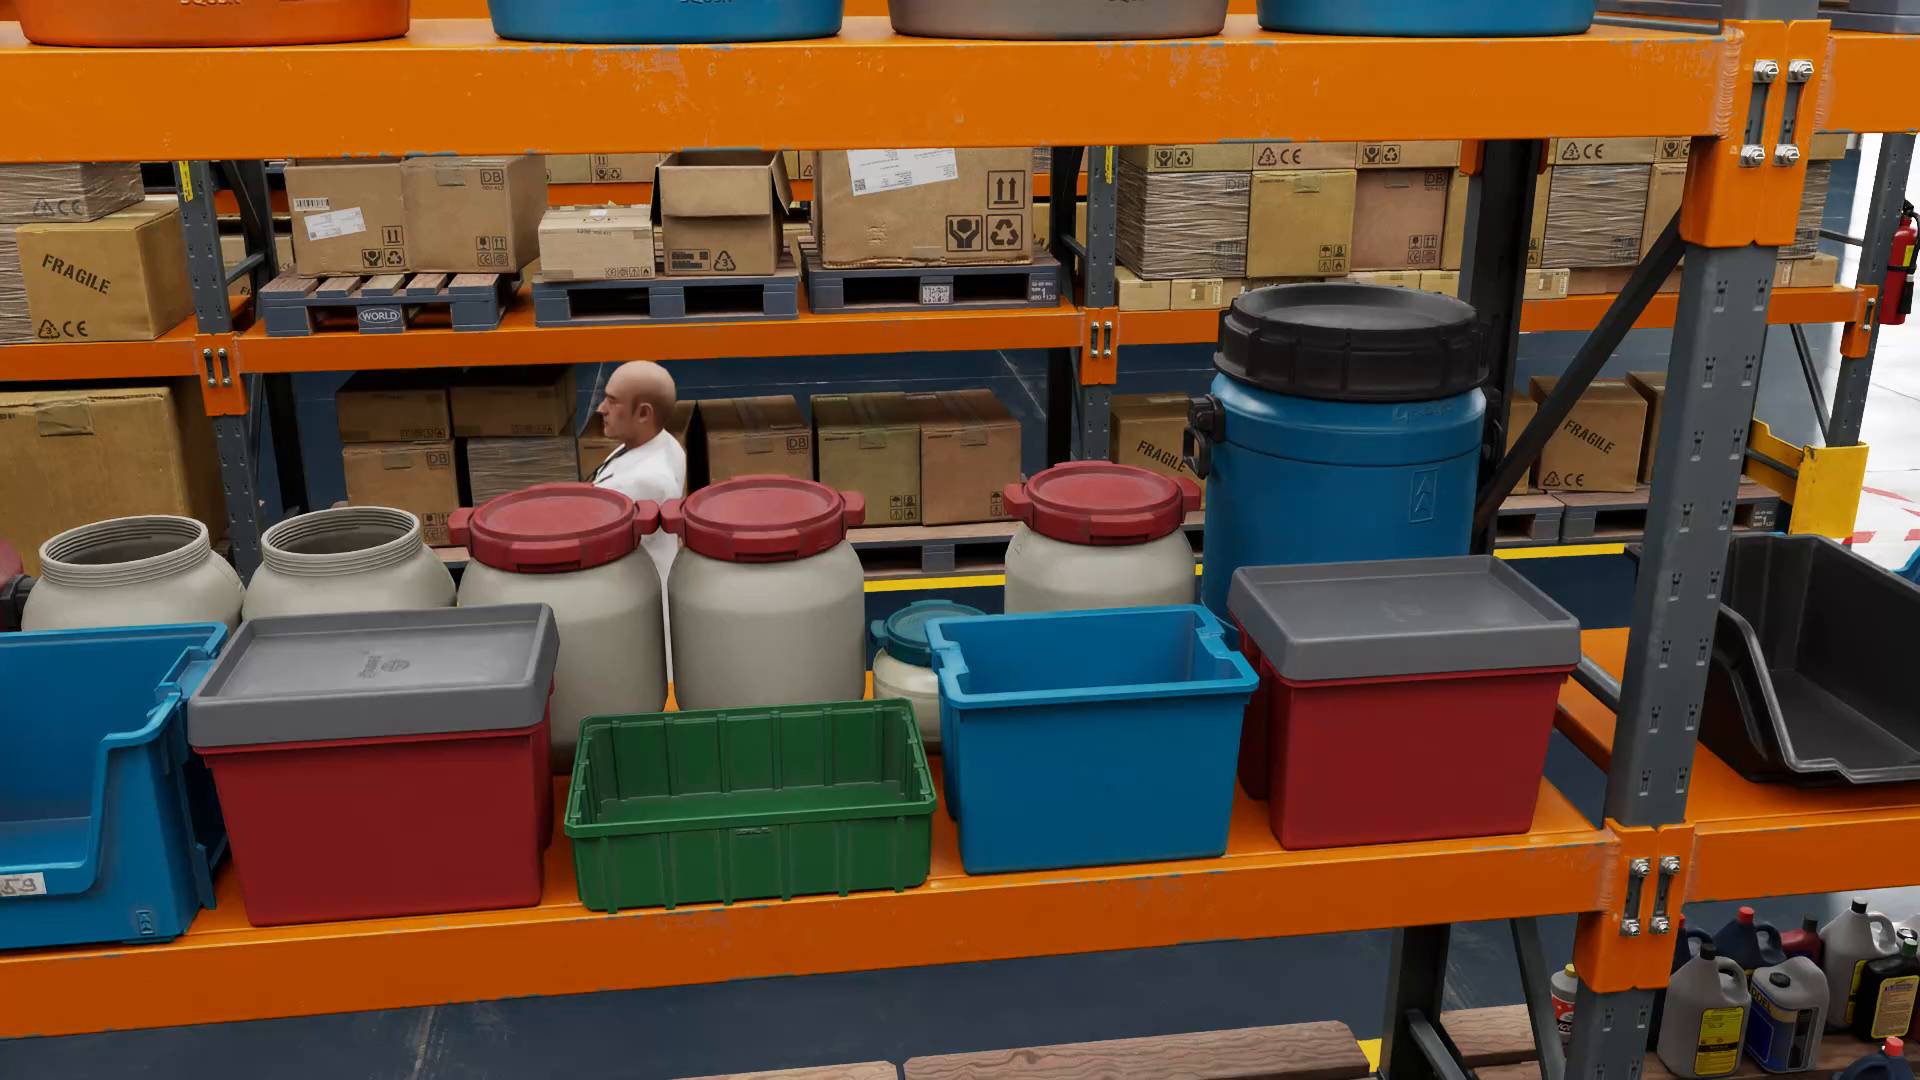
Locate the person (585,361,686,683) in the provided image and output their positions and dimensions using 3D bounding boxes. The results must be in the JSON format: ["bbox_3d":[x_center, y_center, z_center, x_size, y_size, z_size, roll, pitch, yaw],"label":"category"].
[{"bbox_3d":[-1.115,0.306,5.248,0.548,1.775,0.528,-3,20,-7],"label":"person"}]
